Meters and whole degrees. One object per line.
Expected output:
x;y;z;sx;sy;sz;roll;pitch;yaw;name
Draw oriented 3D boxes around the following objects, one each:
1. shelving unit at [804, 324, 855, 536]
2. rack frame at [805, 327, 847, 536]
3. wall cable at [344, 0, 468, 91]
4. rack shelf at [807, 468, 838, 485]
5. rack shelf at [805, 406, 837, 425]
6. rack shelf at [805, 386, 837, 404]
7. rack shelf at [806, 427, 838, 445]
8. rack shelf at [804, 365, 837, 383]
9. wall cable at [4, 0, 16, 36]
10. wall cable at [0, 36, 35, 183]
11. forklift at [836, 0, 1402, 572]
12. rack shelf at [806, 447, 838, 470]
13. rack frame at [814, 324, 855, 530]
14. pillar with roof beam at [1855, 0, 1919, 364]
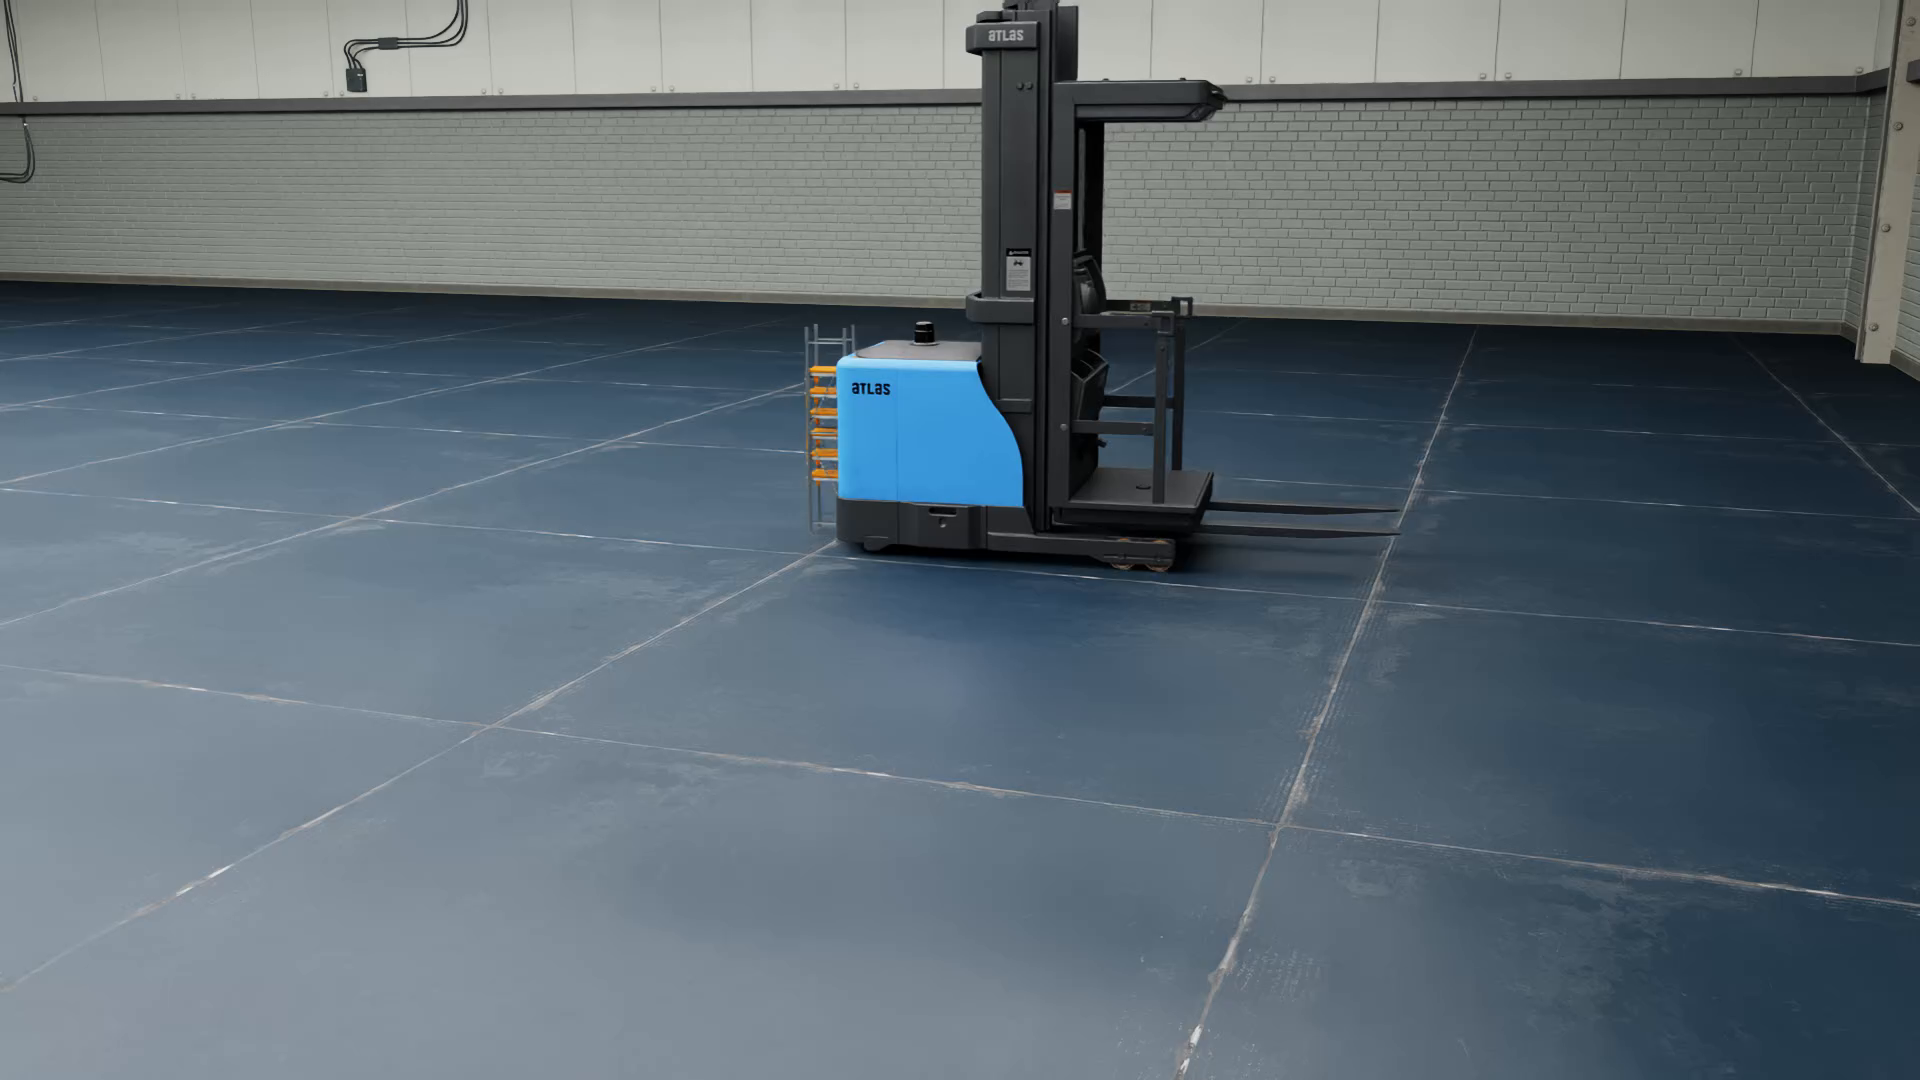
-0.734;-0.623;9.522;0.258;1.200;0.189;3;13;11;shelving unit
-0.752;-0.603;9.434;0.240;1.200;0.006;3;13;11;rack frame
-8.768;-10.079;25.783;2.305;6.003;0.169;4;14;18;wall cable
-0.734;-0.346;9.585;0.258;0.103;0.180;3;13;11;rack shelf
-0.734;-0.697;9.505;0.258;0.103;0.180;3;13;11;rack shelf
-0.734;-0.814;9.478;0.258;0.103;0.180;3;13;11;rack shelf
-0.734;-0.580;9.532;0.258;0.103;0.180;3;13;11;rack shelf
-0.734;-0.931;9.451;0.258;0.103;0.180;3;13;11;rack shelf
-15.186;-9.862;28.101;3.097;2.526;0.112;4;14;18;wall cable
-17.746;-7.594;29.516;3.097;2.526;0.112;4;14;18;wall cable
0.890;-1.391;8.997;3.031;2.935;1.130;3;13;12;forklift
-0.734;-0.463;9.558;0.258;0.103;0.180;3;13;11;rack shelf
-0.716;-0.643;9.609;0.240;1.200;0.006;3;13;11;rack frame
5.782;-6.625;18.292;9.100;9.000;0.400;4;14;18;pillar with roof beam
